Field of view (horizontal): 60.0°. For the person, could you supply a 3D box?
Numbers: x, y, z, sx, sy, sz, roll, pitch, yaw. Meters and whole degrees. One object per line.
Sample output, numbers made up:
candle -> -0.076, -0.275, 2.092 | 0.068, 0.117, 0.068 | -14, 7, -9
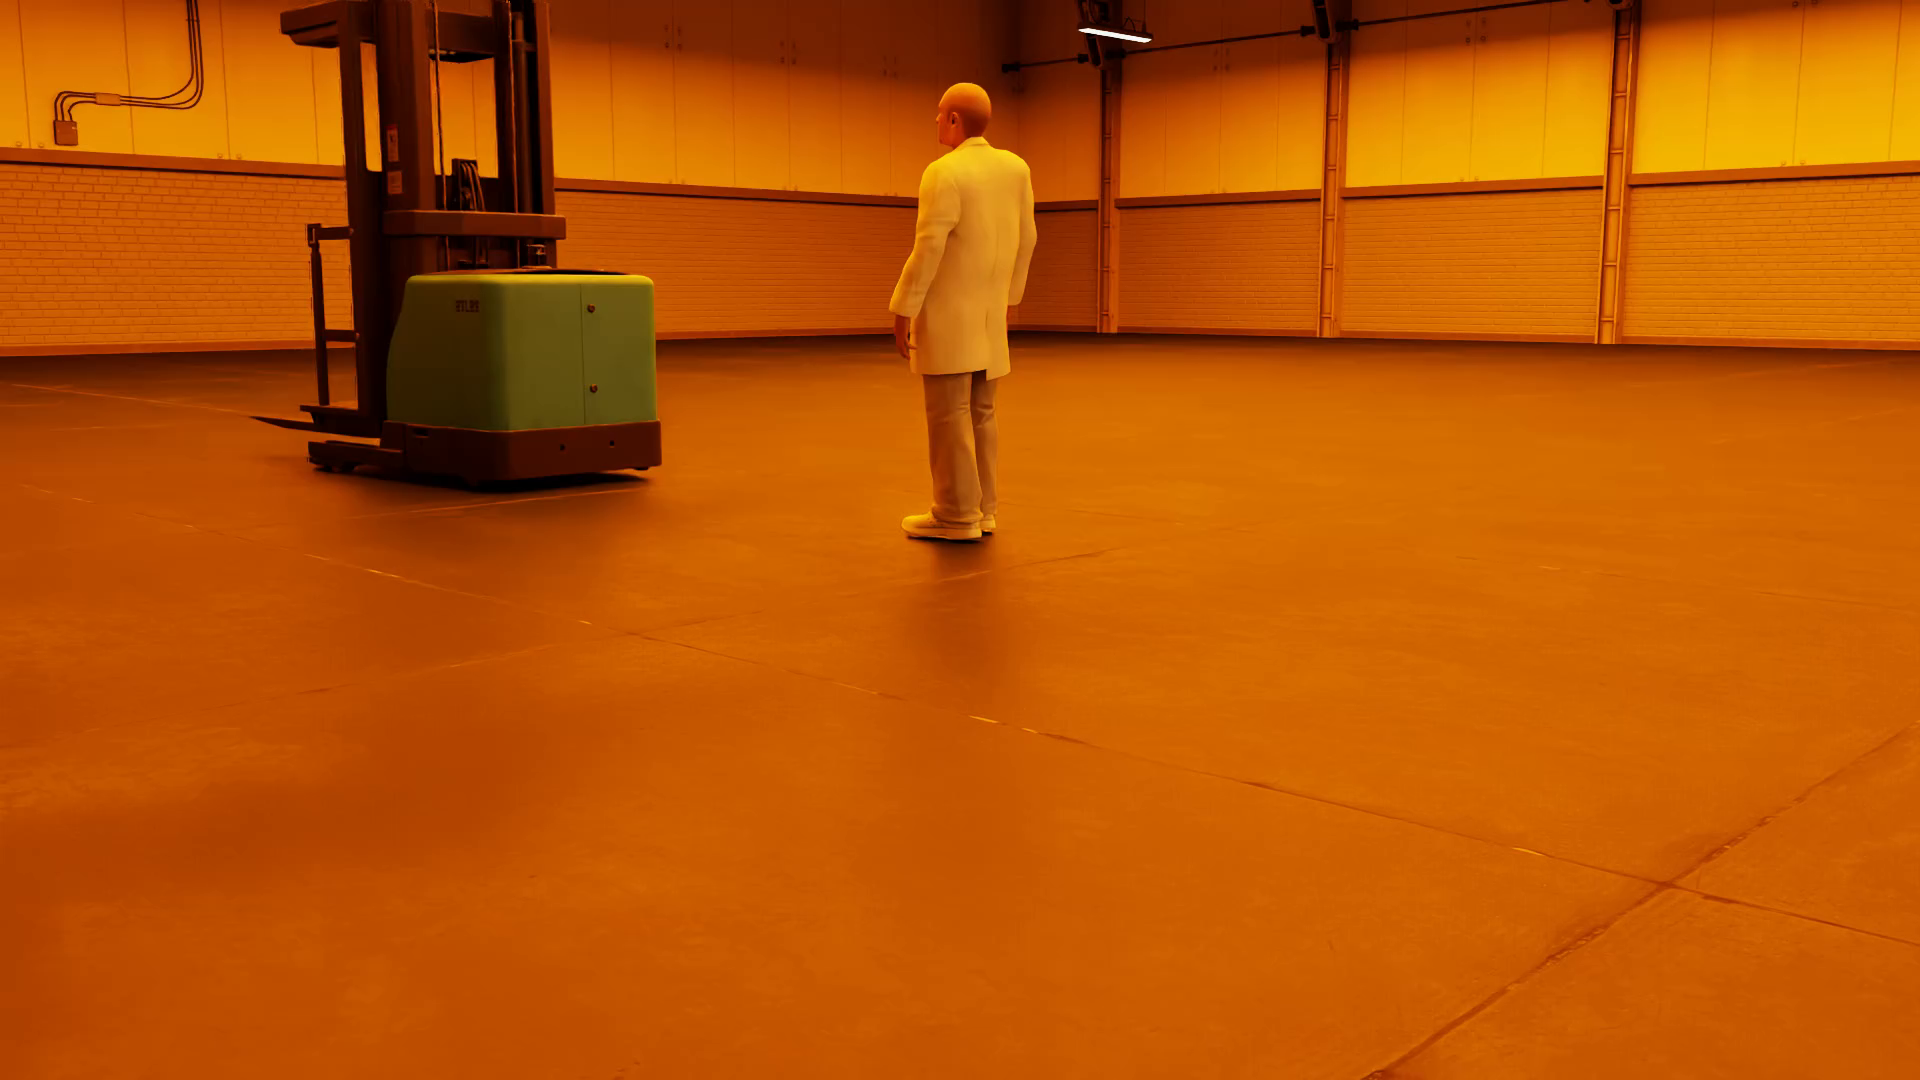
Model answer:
person -> -0.062, -0.896, 6.649 | 0.581, 1.775, 0.696 | 8, 12, 43

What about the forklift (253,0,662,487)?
forklift -> -3.026, -1.874, 9.321 | 3.031, 2.935, 1.130 | 8, 12, 42
